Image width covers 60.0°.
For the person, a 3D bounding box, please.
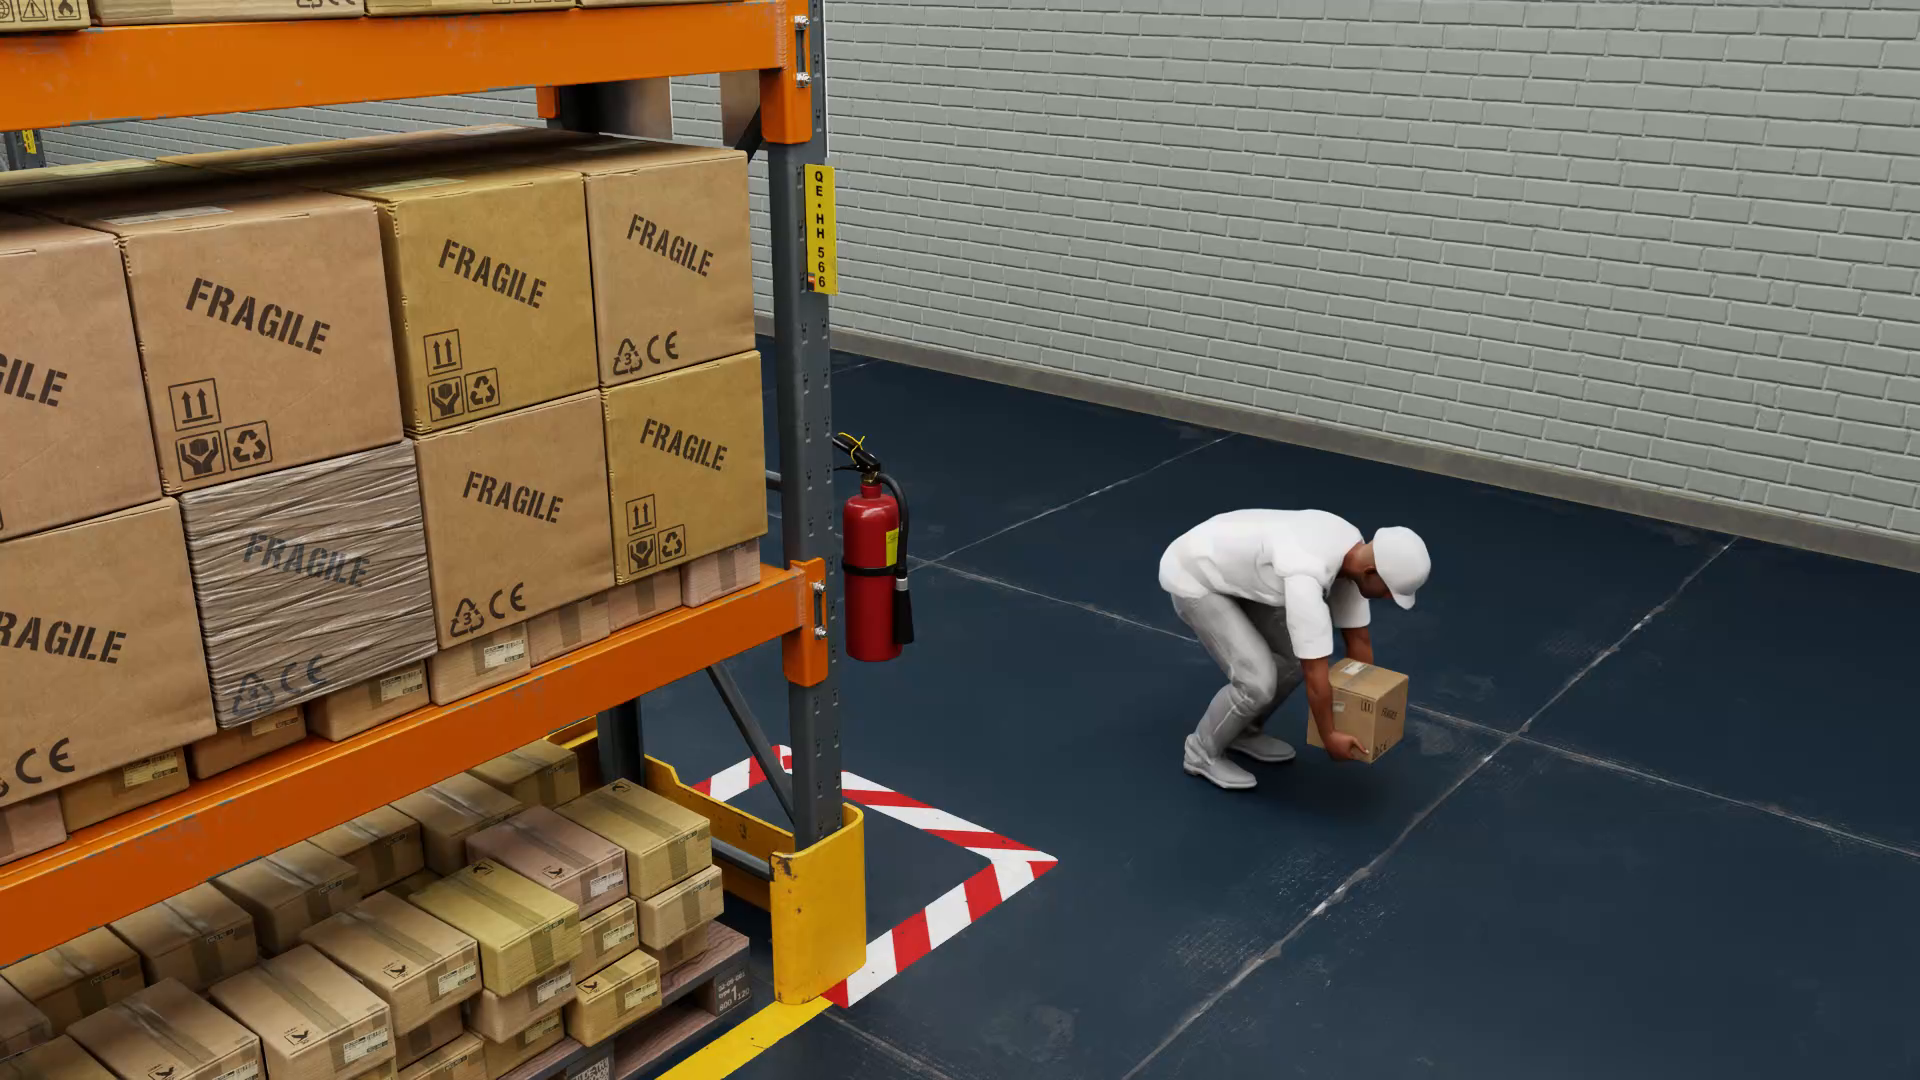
[{"bbox_3d":[1.189,0.385,6.003,0.966,1.068,0.511,14,24,34],"label":"person"}]
